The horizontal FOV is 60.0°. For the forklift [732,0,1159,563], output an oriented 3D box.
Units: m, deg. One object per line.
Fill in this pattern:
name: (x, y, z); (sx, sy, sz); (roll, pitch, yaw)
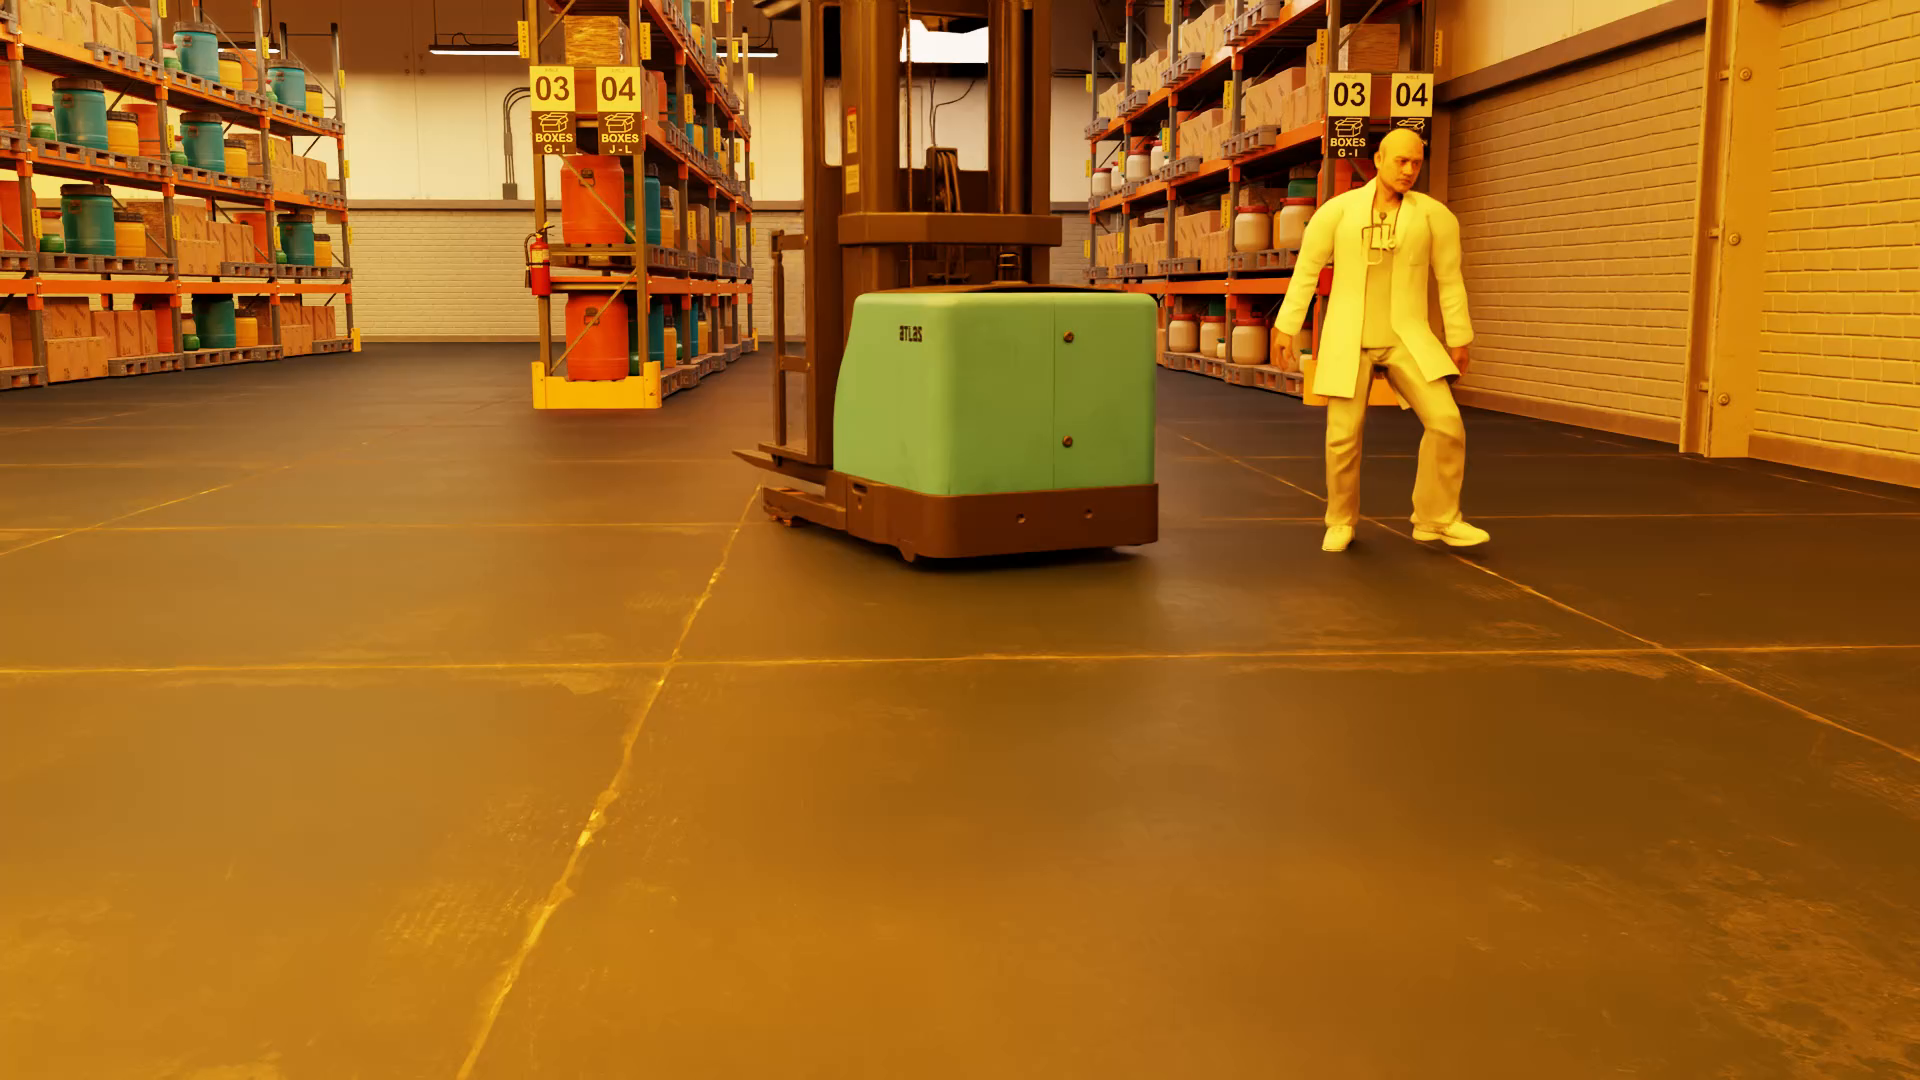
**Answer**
forklift: (-0.285, -1.537, 7.682); (1.130, 2.935, 3.031); (-4, 9, -25)

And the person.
person: (1.766, -0.813, 6.945); (0.911, 1.748, 0.489); (2, 9, 14)
